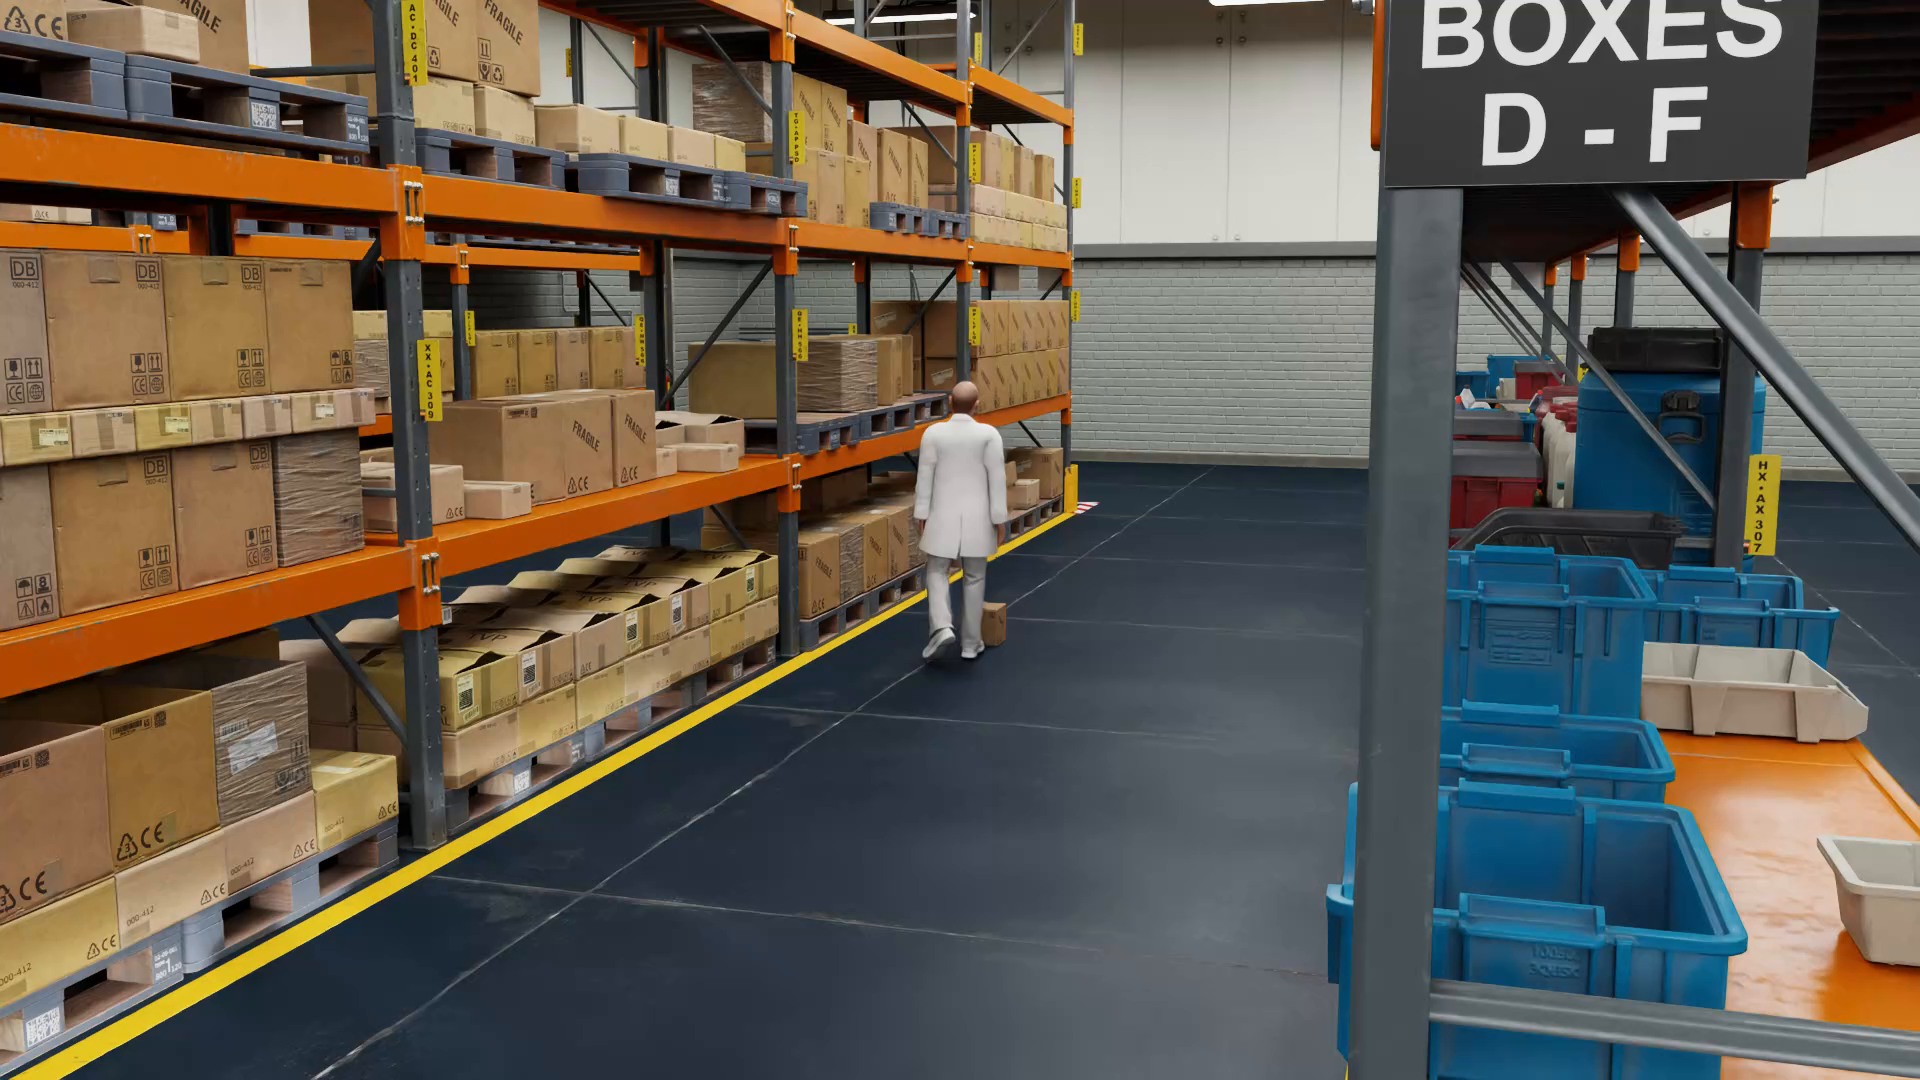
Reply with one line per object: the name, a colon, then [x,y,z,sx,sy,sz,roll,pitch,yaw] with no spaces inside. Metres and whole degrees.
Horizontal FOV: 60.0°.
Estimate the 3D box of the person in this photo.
person: [0.005,-0.120,10.613,0.610,1.780,0.670,1,8,4]
